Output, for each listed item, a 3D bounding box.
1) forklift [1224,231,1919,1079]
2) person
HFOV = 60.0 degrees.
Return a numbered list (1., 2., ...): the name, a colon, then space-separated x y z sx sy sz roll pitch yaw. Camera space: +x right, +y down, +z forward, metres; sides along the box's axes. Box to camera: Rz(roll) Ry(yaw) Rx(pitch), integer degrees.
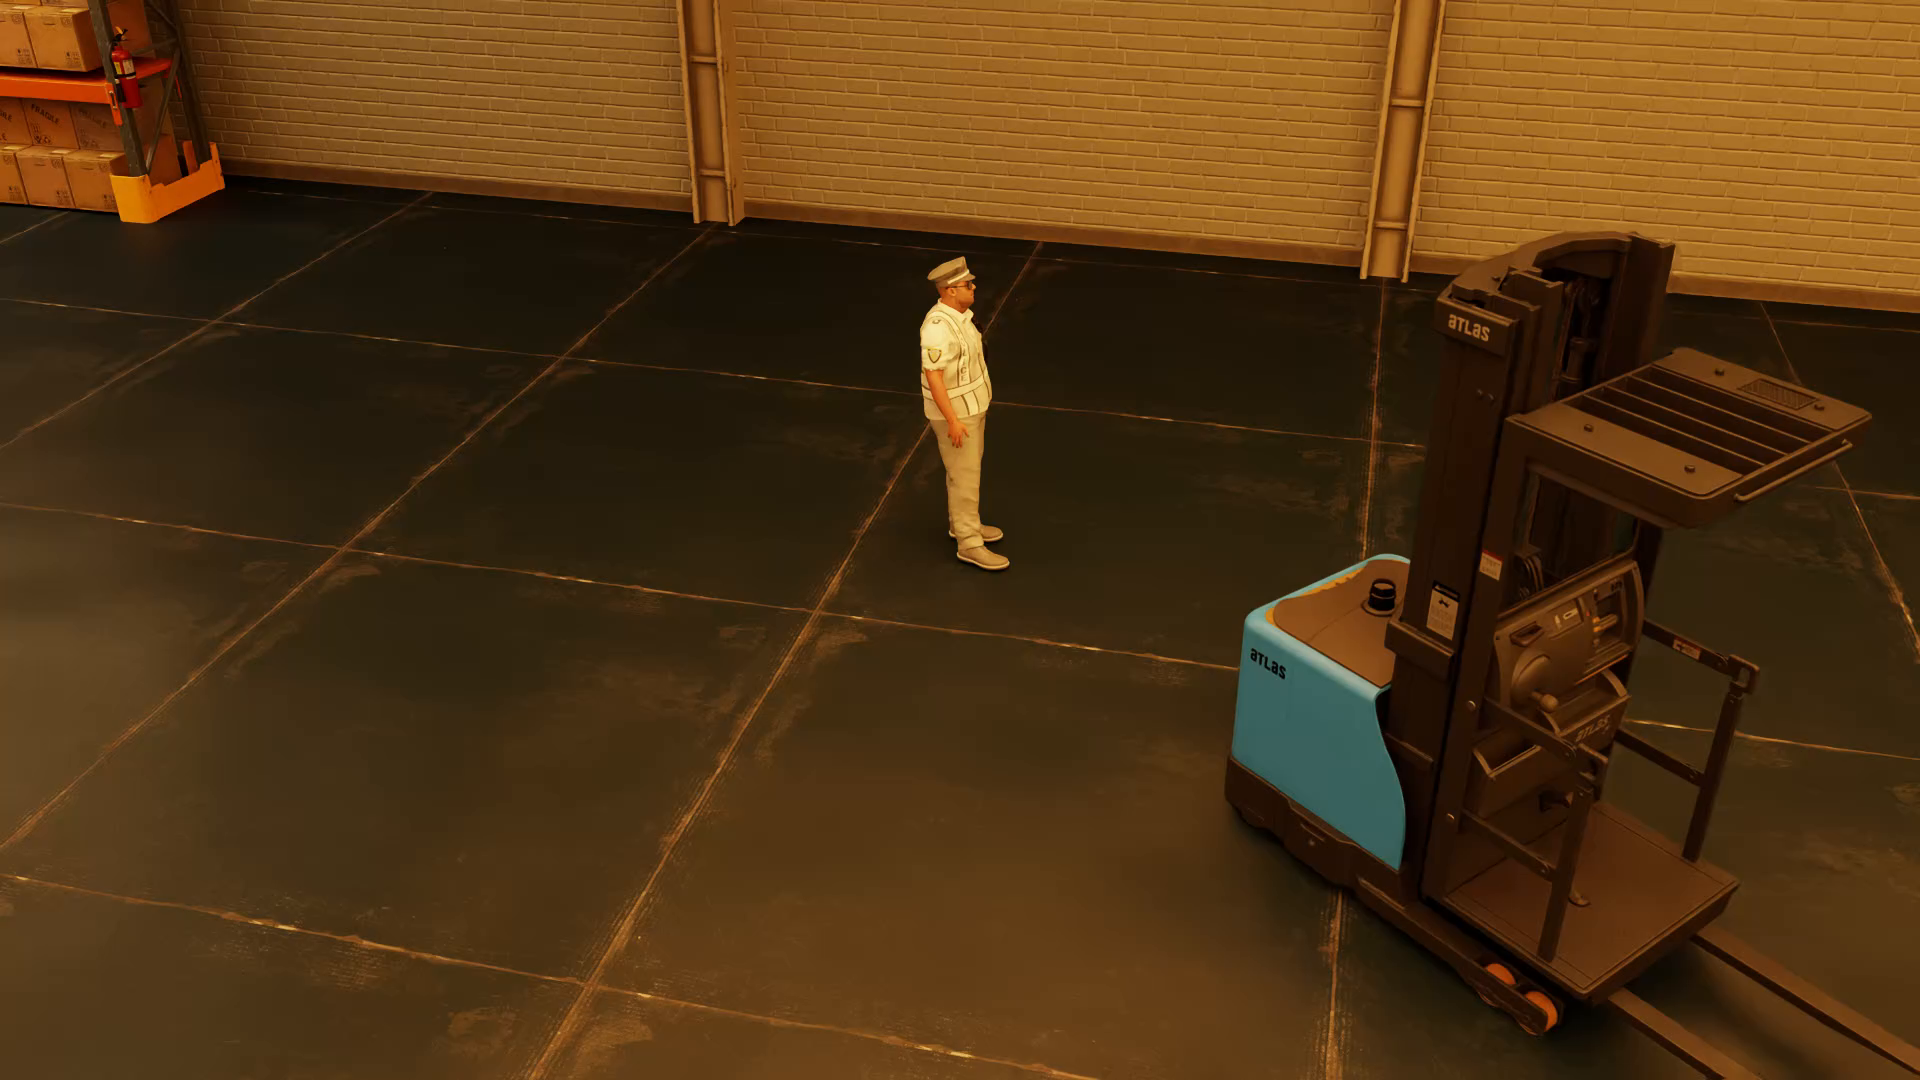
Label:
1. forklift: 2.533 0.426 6.419 1.130 2.935 3.031 -20 35 -31
2. person: 0.073 -0.767 9.674 0.574 1.780 0.641 7 30 12
